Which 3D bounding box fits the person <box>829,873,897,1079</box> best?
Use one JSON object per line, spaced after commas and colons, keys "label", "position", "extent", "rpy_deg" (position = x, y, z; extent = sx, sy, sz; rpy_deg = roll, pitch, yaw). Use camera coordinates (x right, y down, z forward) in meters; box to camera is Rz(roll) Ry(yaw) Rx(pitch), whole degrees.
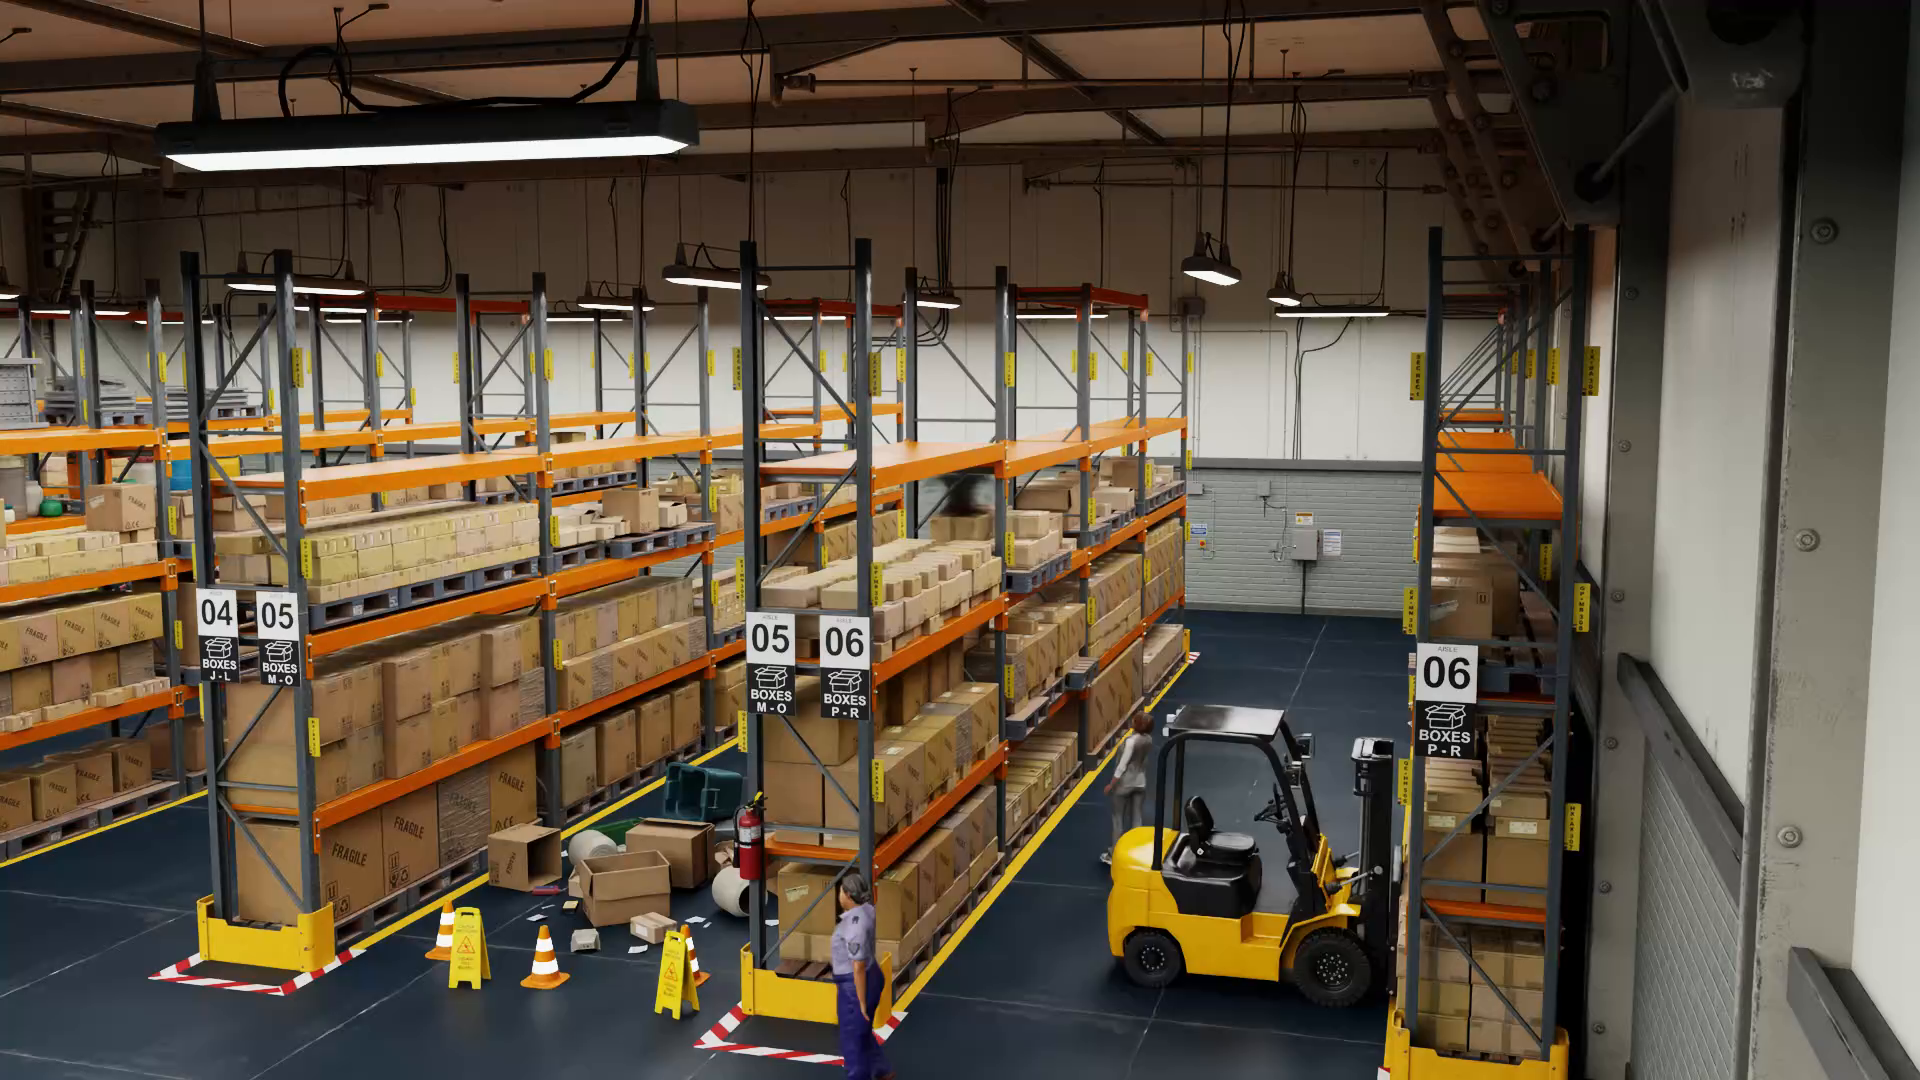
{"label": "person", "position": [-0.670, 3.080, 11.325], "extent": [0.424, 1.665, 0.605], "rpy_deg": [1, 6, 7]}

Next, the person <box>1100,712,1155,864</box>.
{"label": "person", "position": [1.698, 2.511, 16.883], "extent": [0.501, 1.571, 0.417], "rpy_deg": [-3, 7, -27]}
